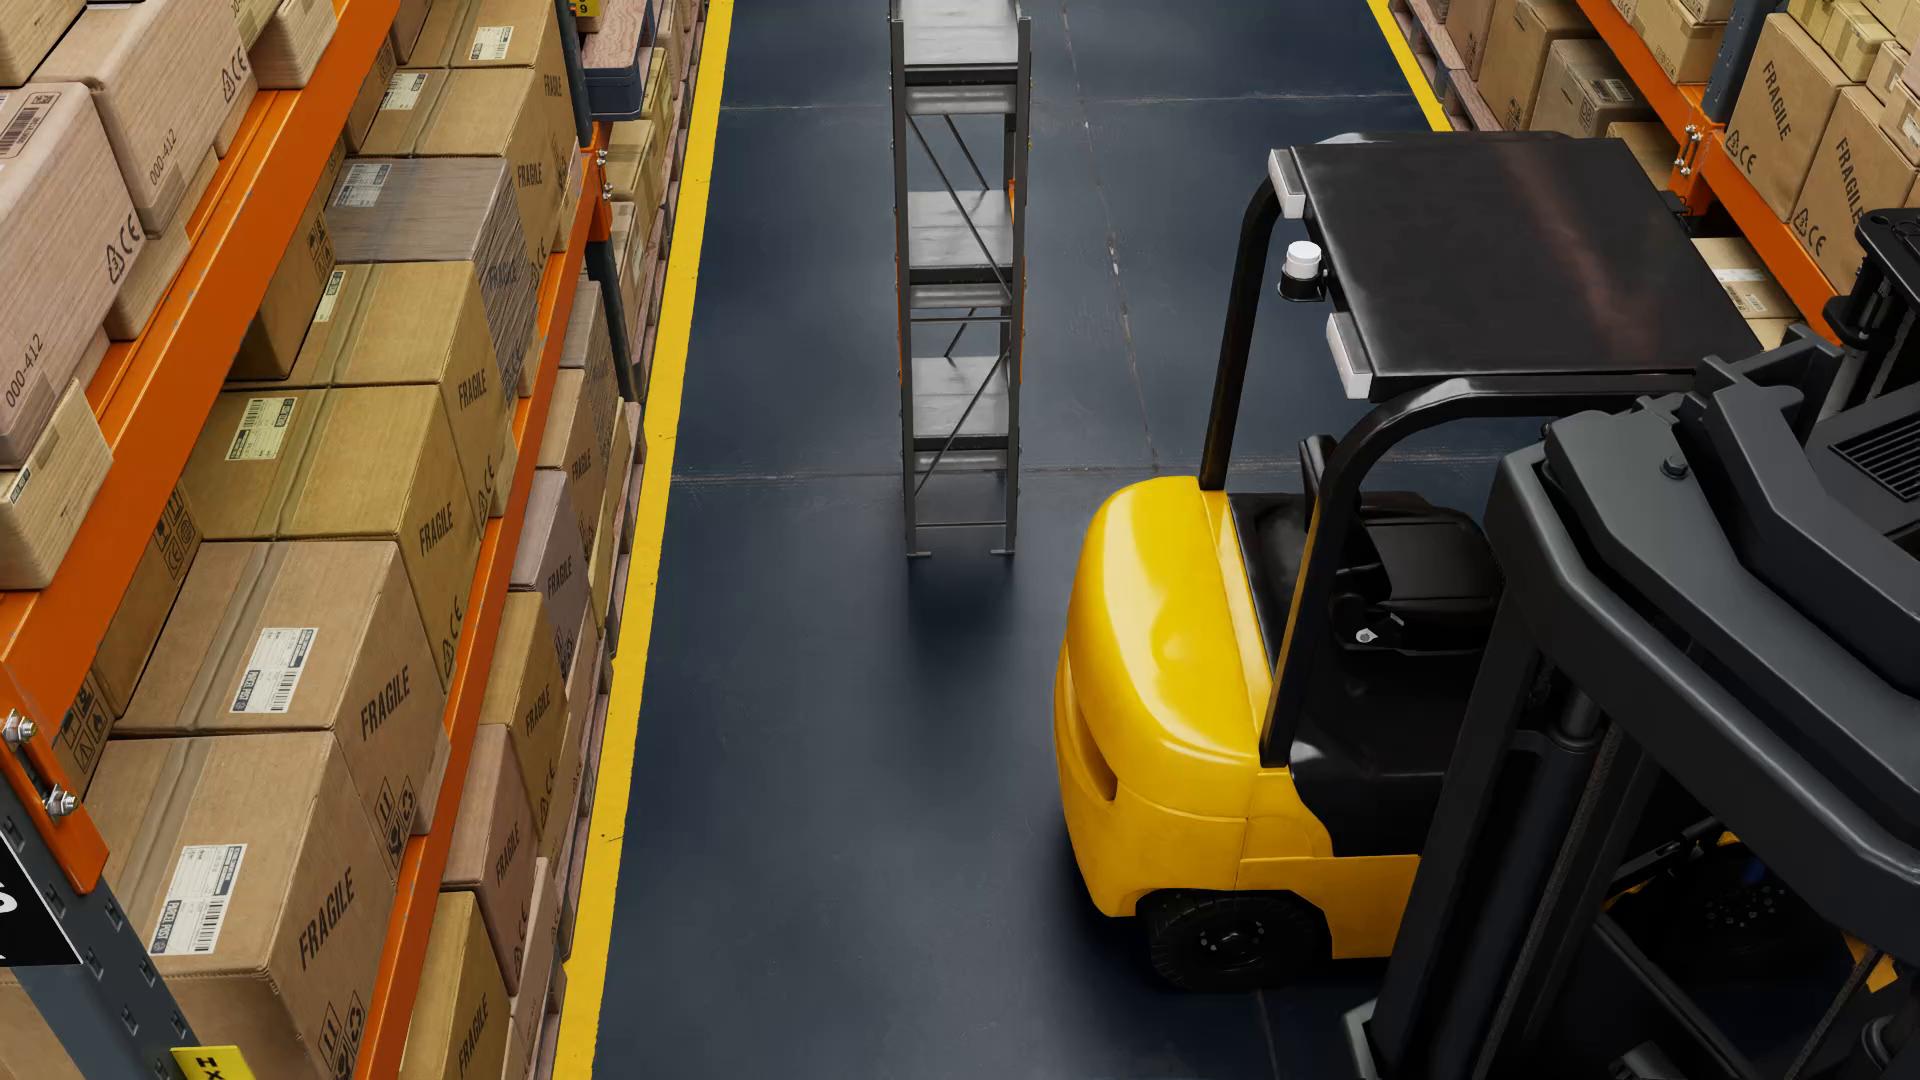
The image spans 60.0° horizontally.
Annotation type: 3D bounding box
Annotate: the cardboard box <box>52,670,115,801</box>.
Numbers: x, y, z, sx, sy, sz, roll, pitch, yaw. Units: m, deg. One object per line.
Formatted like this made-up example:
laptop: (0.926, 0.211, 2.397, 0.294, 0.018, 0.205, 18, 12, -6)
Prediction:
cardboard box: (-1.859, 0.323, 2.644, 0.700, 0.500, 0.500, -3, 43, -3)

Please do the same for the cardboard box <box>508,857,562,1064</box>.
cardboard box: (-1.392, 1.138, 4.513, 0.500, 0.250, 0.500, 0, 43, 0)

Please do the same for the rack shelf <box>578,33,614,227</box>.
rack shelf: (-1.874, -2.609, 7.409, 1.077, 0.370, 4.000, -2, 43, -2)

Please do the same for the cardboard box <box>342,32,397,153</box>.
cardboard box: (-1.988, -1.390, 4.513, 0.700, 0.500, 0.500, -1, 43, -2)

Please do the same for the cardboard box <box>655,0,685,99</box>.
cardboard box: (-1.906, -2.531, 8.425, 0.950, 0.372, 0.625, -2, 43, -3)

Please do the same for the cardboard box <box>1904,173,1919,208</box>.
cardboard box: (2.989, -0.706, 4.726, 0.500, 0.500, 0.500, -2, 43, -2)

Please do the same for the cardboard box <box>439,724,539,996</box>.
cardboard box: (-1.406, 0.837, 4.286, 0.500, 0.500, 0.500, -3, 43, -3)

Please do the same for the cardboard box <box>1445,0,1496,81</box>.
cardboard box: (3.048, -2.786, 8.517, 0.875, 0.625, 0.625, 0, 43, 0)

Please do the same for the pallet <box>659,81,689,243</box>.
pallet: (-1.879, -1.847, 8.109, 1.003, 0.211, 1.213, -2, 43, -2)

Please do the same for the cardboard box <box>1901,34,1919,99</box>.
cardboard box: (2.916, -1.308, 4.683, 0.380, 0.149, 0.250, -1, 43, -1)

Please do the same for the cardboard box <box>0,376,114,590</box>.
cardboard box: (-1.309, -0.070, 2.072, 0.380, 0.149, 0.250, -2, 43, -2)

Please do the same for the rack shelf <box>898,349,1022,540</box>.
rack shelf: (-0.007, -0.360, 6.145, 0.431, 0.518, 0.480, -2, 43, -2)

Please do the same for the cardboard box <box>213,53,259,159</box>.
cardboard box: (-1.437, -0.770, 2.836, 0.380, 0.149, 0.250, -3, 43, -3)

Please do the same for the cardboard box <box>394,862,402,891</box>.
cardboard box: (-1.382, 0.682, 3.472, 0.380, 0.149, 0.250, -3, 43, -3)

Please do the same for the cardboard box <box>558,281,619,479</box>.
cardboard box: (-1.496, -0.550, 5.799, 0.500, 0.500, 0.500, -2, 43, -2)

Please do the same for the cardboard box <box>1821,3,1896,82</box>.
cardboard box: (2.933, -1.547, 5.164, 0.380, 0.149, 0.250, -1, 43, -1)

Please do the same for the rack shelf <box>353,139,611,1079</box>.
rack shelf: (-1.704, 0.091, 4.463, 1.077, 0.370, 4.000, -2, 43, -2)

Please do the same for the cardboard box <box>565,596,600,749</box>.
cardboard box: (-1.446, 0.429, 5.286, 0.500, 0.250, 0.500, -1, 43, -1)

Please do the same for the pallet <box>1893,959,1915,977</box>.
pallet: (3.265, 1.544, 4.409, 1.003, 0.211, 1.213, -2, 43, -2)

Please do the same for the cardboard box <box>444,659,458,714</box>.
cardboard box: (-1.392, 0.336, 3.849, 0.380, 0.149, 0.250, -1, 43, -1)

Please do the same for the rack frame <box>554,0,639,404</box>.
rack frame: (-1.789, -1.524, 5.693, 1.000, 3.000, 0.127, -2, 43, -2)

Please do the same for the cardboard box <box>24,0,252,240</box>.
cardboard box: (-1.386, -0.671, 2.433, 0.500, 0.250, 0.500, -2, 43, -2)

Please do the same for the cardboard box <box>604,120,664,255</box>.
cardboard box: (-1.848, -1.549, 7.354, 0.950, 0.372, 0.625, 1, 43, 1)

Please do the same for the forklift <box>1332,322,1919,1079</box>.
forklift: (1.590, 0.913, 3.084, 3.031, 2.935, 1.130, -19, 46, -20)

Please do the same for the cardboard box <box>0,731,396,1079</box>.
cardboard box: (-1.363, 0.702, 2.970, 0.500, 0.500, 0.500, -2, 43, -2)

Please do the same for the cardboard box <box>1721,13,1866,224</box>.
cardboard box: (2.928, -1.399, 5.482, 0.500, 0.500, 0.500, -3, 43, -3)

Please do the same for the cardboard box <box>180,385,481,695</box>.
cardboard box: (-1.411, 0.009, 3.727, 0.500, 0.500, 0.500, -2, 43, -3)

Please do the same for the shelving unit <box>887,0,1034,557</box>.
shelving unit: (-0.007, -0.886, 5.662, 0.431, 2.100, 0.503, -2, 43, -2)

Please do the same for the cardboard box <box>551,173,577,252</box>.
cardboard box: (-1.454, -1.055, 5.367, 0.380, 0.149, 0.250, -1, 43, -1)

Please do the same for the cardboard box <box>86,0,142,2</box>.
cardboard box: (-1.343, -0.888, 2.375, 0.380, 0.149, 0.250, -2, 43, -2)

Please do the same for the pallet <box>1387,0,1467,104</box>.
pallet: (2.996, -2.784, 9.132, 1.003, 0.211, 1.213, -2, 43, -2)

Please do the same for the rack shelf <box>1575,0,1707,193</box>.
rack shelf: (3.085, -2.754, 7.567, 1.077, 0.370, 4.000, -2, 43, -2)

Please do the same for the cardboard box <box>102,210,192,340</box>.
cardboard box: (-1.387, -0.425, 2.459, 0.380, 0.149, 0.250, -1, 43, -1)

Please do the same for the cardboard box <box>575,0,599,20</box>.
cardboard box: (-1.523, -2.150, 5.771, 0.500, 0.500, 0.500, -1, 43, -1)

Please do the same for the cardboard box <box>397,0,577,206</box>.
cardboard box: (-1.522, -1.378, 5.239, 0.500, 0.500, 0.500, -3, 43, -3)

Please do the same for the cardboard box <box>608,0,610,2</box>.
cardboard box: (-1.499, -2.137, 6.237, 0.380, 0.149, 0.250, -1, 43, -1)

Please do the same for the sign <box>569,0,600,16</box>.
sign: (-1.248, -1.864, 5.423, 0.100, 0.325, 0.005, -2, 43, -2)

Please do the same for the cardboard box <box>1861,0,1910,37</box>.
cardboard box: (3.006, -1.657, 5.064, 0.380, 0.149, 0.250, -1, 43, -1)

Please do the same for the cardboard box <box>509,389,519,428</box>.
cardboard box: (-1.444, -0.364, 4.613, 0.380, 0.149, 0.250, -2, 43, -3)

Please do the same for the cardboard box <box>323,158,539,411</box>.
cardboard box: (-1.467, -0.680, 4.478, 0.500, 0.500, 0.500, -1, 43, -1)

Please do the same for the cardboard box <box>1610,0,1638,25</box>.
cardboard box: (2.860, -2.286, 6.635, 0.500, 0.250, 0.500, -2, 43, -2)

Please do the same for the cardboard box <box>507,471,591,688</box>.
cardboard box: (-1.450, 0.138, 5.049, 0.500, 0.500, 0.500, 0, 43, 0)

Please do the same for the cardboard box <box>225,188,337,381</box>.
cardboard box: (-1.880, -0.701, 3.761, 0.700, 0.500, 0.500, -2, 43, -2)

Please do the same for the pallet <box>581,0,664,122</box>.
pallet: (-1.677, -1.973, 6.325, 1.003, 0.211, 1.213, -2, 43, -2)

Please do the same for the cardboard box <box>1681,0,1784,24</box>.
cardboard box: (2.893, -2.122, 6.086, 0.500, 0.250, 0.500, -2, 43, -3)

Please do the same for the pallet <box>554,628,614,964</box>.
pallet: (-1.671, 0.782, 5.241, 1.003, 0.211, 1.213, -2, 43, -2)

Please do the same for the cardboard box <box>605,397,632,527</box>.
cardboard box: (-1.496, -0.274, 6.053, 0.500, 0.250, 0.500, 0, 43, 0)

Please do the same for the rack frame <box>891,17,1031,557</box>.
rack frame: (0.003, -0.721, 5.483, 0.400, 2.100, 0.015, -2, 43, -2)

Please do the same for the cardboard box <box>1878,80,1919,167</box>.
cardboard box: (2.908, -1.204, 4.789, 0.380, 0.149, 0.250, -1, 43, -1)

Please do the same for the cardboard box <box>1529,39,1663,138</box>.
cardboard box: (3.111, -1.824, 7.467, 0.875, 0.625, 0.625, -2, 43, -2)

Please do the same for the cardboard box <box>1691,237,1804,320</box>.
cardboard box: (2.877, -0.843, 5.934, 0.500, 0.250, 0.500, -2, 43, -2)

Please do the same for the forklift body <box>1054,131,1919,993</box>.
forklift body: (1.436, 0.117, 4.531, 2.313, 2.155, 1.214, -2, 43, -2)
